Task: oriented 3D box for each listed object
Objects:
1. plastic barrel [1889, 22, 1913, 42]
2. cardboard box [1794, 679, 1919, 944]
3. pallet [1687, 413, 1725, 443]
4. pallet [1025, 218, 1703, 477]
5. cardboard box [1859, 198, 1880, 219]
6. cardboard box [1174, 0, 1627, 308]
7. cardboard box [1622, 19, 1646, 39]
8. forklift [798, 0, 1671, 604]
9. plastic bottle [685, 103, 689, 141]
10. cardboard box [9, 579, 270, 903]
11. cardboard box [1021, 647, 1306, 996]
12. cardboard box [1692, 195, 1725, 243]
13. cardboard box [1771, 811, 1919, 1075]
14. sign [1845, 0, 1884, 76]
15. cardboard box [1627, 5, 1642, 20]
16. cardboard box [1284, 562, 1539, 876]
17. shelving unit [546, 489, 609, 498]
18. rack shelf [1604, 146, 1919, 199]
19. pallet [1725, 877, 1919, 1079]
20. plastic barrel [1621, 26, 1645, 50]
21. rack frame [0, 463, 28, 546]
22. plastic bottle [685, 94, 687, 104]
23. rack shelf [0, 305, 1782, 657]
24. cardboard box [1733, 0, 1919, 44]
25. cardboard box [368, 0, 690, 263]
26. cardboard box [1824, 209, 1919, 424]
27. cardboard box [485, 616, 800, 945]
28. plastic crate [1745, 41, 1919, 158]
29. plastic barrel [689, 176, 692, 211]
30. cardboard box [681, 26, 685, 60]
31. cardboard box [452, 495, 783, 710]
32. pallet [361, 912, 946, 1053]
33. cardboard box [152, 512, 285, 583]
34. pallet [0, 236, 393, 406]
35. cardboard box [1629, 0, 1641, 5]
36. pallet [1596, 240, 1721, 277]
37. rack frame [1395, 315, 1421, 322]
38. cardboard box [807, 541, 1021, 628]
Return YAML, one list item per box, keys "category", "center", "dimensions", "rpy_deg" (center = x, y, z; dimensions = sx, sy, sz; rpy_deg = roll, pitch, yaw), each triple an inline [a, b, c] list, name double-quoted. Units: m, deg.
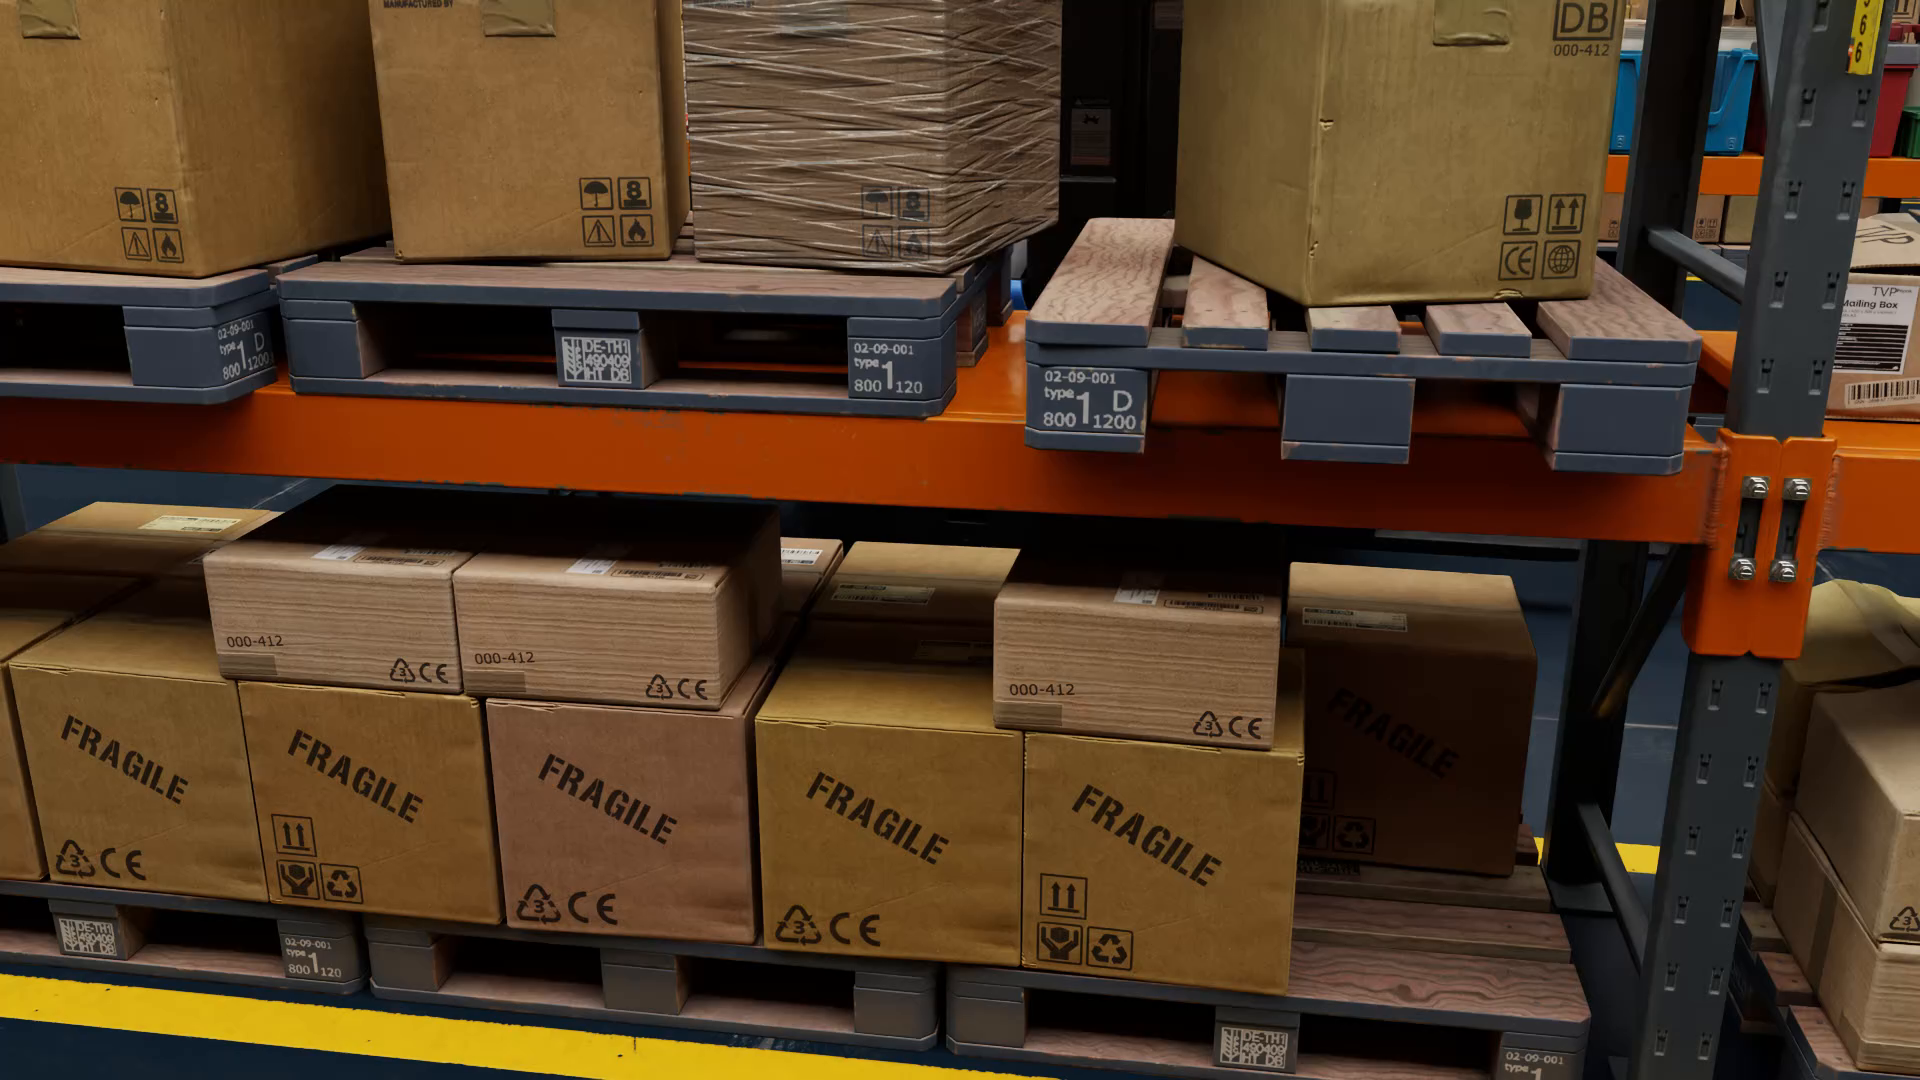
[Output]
- category: "plastic barrel"
  center: [4.047, -2.076, 7.565]
  dimensions: [0.433, 0.535, 0.433]
  rpy_deg: [0, 18, 0]
- category: "cardboard box"
  center: [1.840, 0.472, 2.953]
  dimensions: [0.500, 0.311, 0.500]
  rpy_deg: [4, 19, 11]
- category: "pallet"
  center: [2.918, -0.663, 7.953]
  dimensions: [1.213, 0.211, 1.003]
  rpy_deg: [3, 19, 9]
- category: "pallet"
  center: [0.690, -0.406, 3.093]
  dimensions: [1.003, 0.211, 1.213]
  rpy_deg: [3, 19, 9]
- category: "cardboard box"
  center: [6.291, -2.448, 12.139]
  dimensions: [0.500, 0.500, 0.700]
  rpy_deg: [1, 19, 4]
- category: "cardboard box"
  center: [0.730, -0.728, 2.933]
  dimensions: [0.500, 0.500, 0.700]
  rpy_deg: [-3, 19, -10]
- category: "cardboard box"
  center: [4.563, -3.560, 11.791]
  dimensions: [0.500, 0.250, 0.500]
  rpy_deg: [2, 19, 7]
- category: "forklift"
  center: [0.996, -1.325, 5.644]
  dimensions: [3.031, 2.935, 1.130]
  rpy_deg: [4, 19, 11]
- category: "plastic bottle"
  center: [-1.247, -1.985, 7.822]
  dimensions: [0.097, 0.201, 0.097]
  rpy_deg: [0, 18, 0]
- category: "cardboard box"
  center: [-1.612, 0.414, 3.584]
  dimensions: [0.500, 0.500, 0.500]
  rpy_deg: [3, 19, 9]
- category: "cardboard box"
  center: [0.409, 0.518, 3.274]
  dimensions: [0.500, 0.500, 0.500]
  rpy_deg: [4, 19, 11]
- category: "cardboard box"
  center: [5.271, -2.506, 12.312]
  dimensions: [0.500, 0.500, 0.700]
  rpy_deg: [1, 19, 4]
- category: "cardboard box"
  center: [1.840, 0.738, 3.042]
  dimensions: [0.500, 0.250, 0.500]
  rpy_deg: [3, 19, 8]
- category: "sign"
  center: [1.293, -0.826, 2.345]
  dimensions: [0.005, 0.325, 0.100]
  rpy_deg: [3, 19, 9]
- category: "cardboard box"
  center: [6.724, -4.951, 16.217]
  dimensions: [0.500, 0.500, 0.500]
  rpy_deg: [3, 19, 8]
- category: "cardboard box"
  center: [0.966, 0.379, 3.689]
  dimensions: [0.500, 0.500, 0.500]
  rpy_deg: [4, 19, 11]
- category: "shelving unit"
  center: [-1.012, -0.783, 6.280]
  dimensions: [1.048, 1.500, 0.538]
  rpy_deg: [4, 19, 11]
- category: "rack shelf"
  center: [4.134, -1.595, 7.477]
  dimensions: [4.000, 0.370, 1.077]
  rpy_deg: [3, 19, 9]
- category: "pallet"
  center: [2.177, 0.891, 3.308]
  dimensions: [1.213, 0.211, 1.003]
  rpy_deg: [3, 19, 9]
- category: "plastic barrel"
  center: [3.209, -2.105, 7.691]
  dimensions: [0.421, 0.512, 0.421]
  rpy_deg: [0, 18, 0]
- category: "rack frame"
  center: [-2.579, -0.687, 3.628]
  dimensions: [0.127, 3.000, 1.000]
  rpy_deg: [3, 19, 9]
- category: "plastic bottle"
  center: [-1.351, -2.185, 8.420]
  dimensions: [0.097, 0.201, 0.097]
  rpy_deg: [0, 18, 0]
- category: "rack shelf"
  center: [-0.605, -0.245, 3.441]
  dimensions: [4.000, 0.370, 1.077]
  rpy_deg: [3, 19, 9]
- category: "cardboard box"
  center: [6.132, -3.955, 11.788]
  dimensions: [1.000, 1.000, 1.000]
  rpy_deg: [3, 19, 9]
- category: "cardboard box"
  center: [-0.825, -0.864, 3.337]
  dimensions: [0.500, 0.500, 0.700]
  rpy_deg: [-2, 19, -5]
- category: "cardboard box"
  center: [1.722, -0.411, 2.945]
  dimensions: [0.500, 0.311, 0.500]
  rpy_deg: [4, 19, 12]
- category: "cardboard box"
  center: [-0.621, 0.467, 3.425]
  dimensions: [0.500, 0.500, 0.500]
  rpy_deg: [2, 19, 7]
- category: "plastic crate"
  center: [3.706, -1.890, 7.124]
  dimensions: [0.583, 0.464, 0.402]
  rpy_deg: [3, 19, 9]
- category: "plastic barrel"
  center: [-1.256, -1.410, 8.434]
  dimensions: [0.708, 0.901, 0.600]
  rpy_deg: [3, 19, 9]
- category: "cardboard box"
  center: [-1.993, -3.825, 12.775]
  dimensions: [0.500, 0.250, 0.500]
  rpy_deg: [3, 19, 10]
- category: "cardboard box"
  center: [-0.658, 0.111, 3.309]
  dimensions: [0.500, 0.250, 0.500]
  rpy_deg: [3, 19, 8]
- category: "pallet"
  center: [-0.562, 0.726, 3.802]
  dimensions: [1.213, 0.211, 1.003]
  rpy_deg: [3, 19, 9]
- category: "cardboard box"
  center: [-1.560, 0.253, 4.066]
  dimensions: [0.500, 0.500, 0.500]
  rpy_deg: [3, 19, 9]
- category: "pallet"
  center: [-1.808, -0.521, 3.436]
  dimensions: [1.213, 0.211, 1.003]
  rpy_deg: [3, 19, 9]
- category: "cardboard box"
  center: [6.781, -5.506, 16.298]
  dimensions: [0.500, 0.500, 0.700]
  rpy_deg: [3, 19, 8]
- category: "pallet"
  center: [4.917, -2.164, 12.439]
  dimensions: [1.213, 0.211, 1.003]
  rpy_deg: [3, 19, 9]
- category: "rack frame"
  center: [2.159, -2.037, 7.663]
  dimensions: [0.127, 3.000, 1.000]
  rpy_deg: [3, 19, 9]
- category: "cardboard box"
  center: [-0.046, 0.328, 3.843]
  dimensions: [0.500, 0.500, 0.500]
  rpy_deg: [3, 19, 8]
